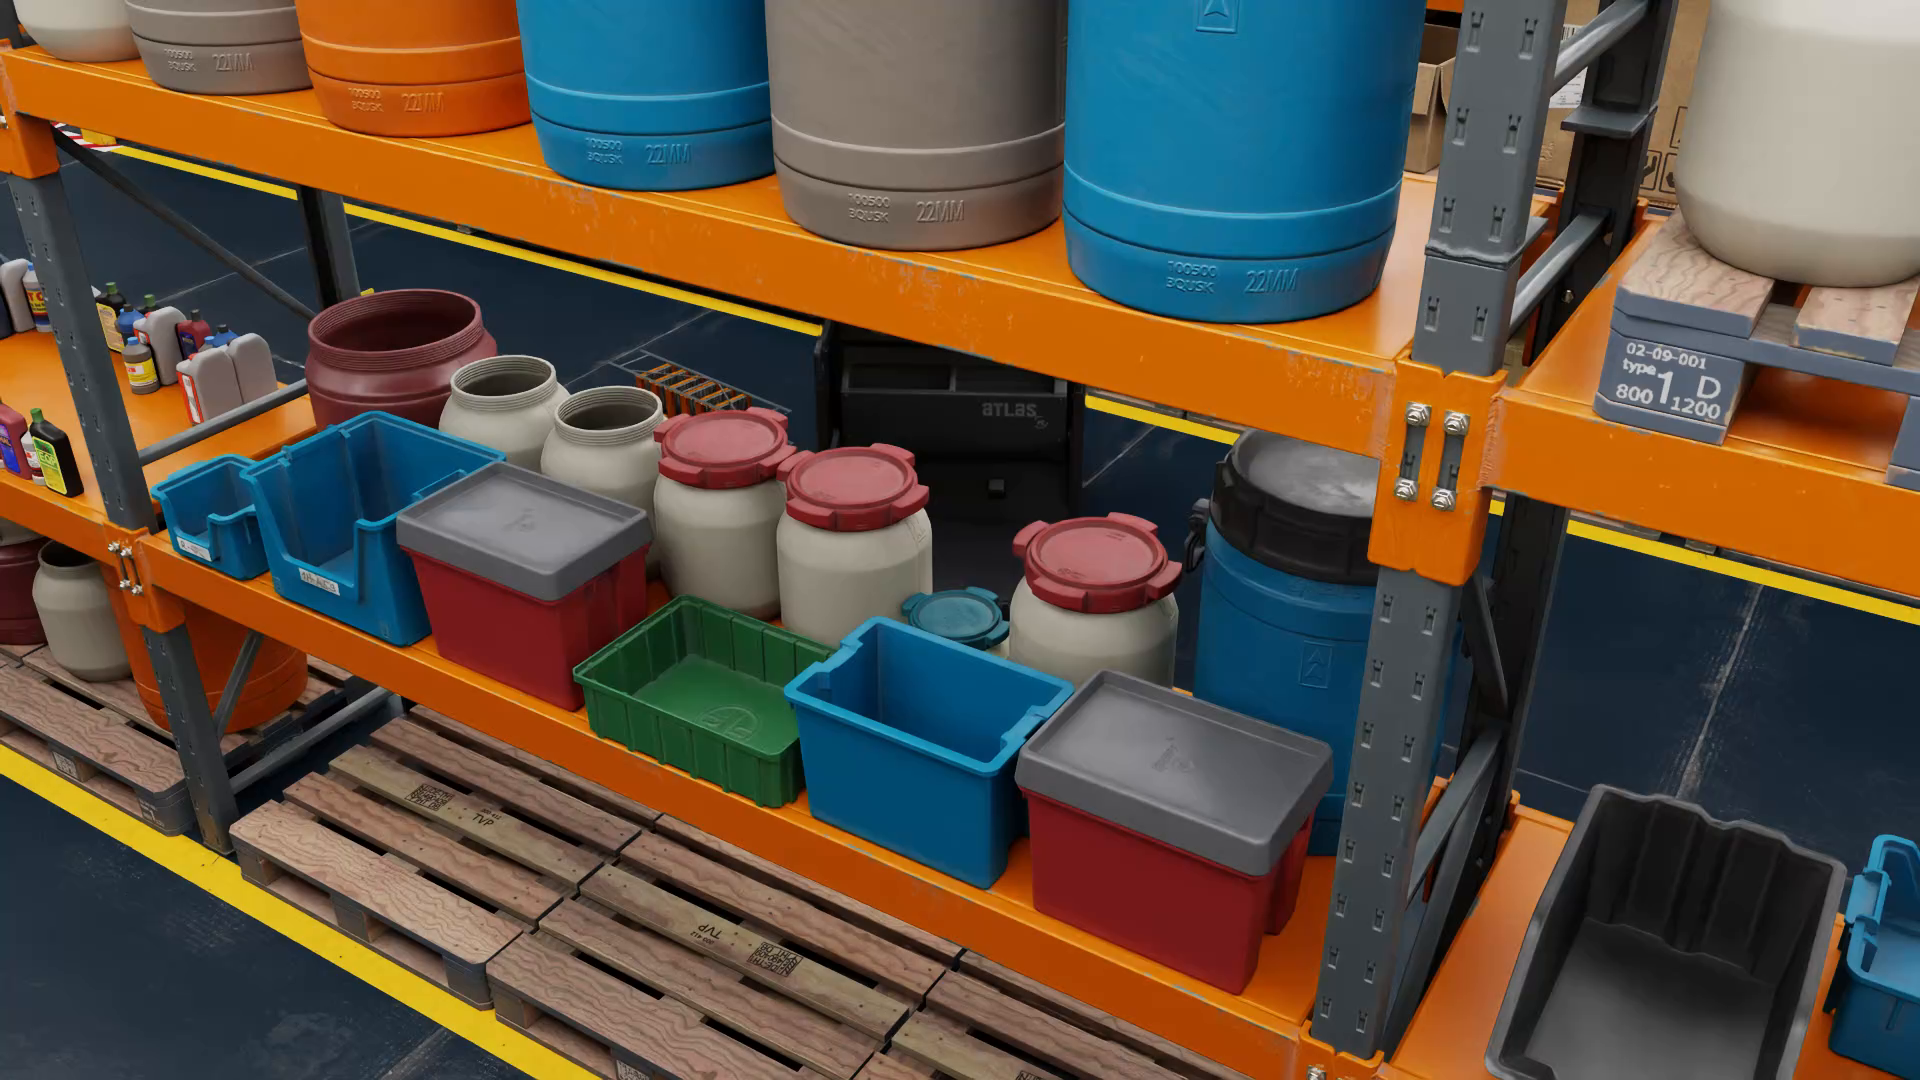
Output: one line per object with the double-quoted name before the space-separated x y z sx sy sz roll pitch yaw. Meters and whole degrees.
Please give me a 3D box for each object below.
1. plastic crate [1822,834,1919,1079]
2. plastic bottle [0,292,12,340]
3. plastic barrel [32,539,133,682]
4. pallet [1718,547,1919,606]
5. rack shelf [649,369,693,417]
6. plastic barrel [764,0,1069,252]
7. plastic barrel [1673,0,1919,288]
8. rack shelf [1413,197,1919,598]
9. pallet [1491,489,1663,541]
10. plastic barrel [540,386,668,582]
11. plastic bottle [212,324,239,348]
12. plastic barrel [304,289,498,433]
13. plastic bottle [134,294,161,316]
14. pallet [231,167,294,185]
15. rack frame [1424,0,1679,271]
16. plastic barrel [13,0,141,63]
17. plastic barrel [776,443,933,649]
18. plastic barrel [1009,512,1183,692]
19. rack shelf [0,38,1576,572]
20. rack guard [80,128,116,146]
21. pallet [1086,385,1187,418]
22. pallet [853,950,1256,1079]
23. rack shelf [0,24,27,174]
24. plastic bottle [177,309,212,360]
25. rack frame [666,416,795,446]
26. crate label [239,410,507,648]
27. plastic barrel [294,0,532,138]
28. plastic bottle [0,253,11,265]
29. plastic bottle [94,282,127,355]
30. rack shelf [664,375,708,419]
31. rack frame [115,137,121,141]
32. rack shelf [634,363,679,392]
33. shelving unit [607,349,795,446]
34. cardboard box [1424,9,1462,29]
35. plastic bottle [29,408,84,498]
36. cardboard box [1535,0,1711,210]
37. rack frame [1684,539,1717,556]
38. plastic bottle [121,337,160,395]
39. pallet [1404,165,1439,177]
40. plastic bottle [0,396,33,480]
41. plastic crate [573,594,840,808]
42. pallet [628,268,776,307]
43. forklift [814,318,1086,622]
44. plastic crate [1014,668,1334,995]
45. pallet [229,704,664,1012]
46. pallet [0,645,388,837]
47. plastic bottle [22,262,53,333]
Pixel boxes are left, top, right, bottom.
"plastic crate" 2.111 0.908 3.364 0.616 0.251 0.499 18 35 27
"plastic bottle" -3.828 -0.956 6.461 0.185 0.351 0.144 18 35 27
"plastic barrel" -3.308 0.248 6.400 0.421 0.512 0.421 0 30 0
"pallet" 4.250 -0.081 7.680 1.213 0.211 1.003 18 35 27
"rack shelf" -1.531 -0.794 8.918 0.103 0.180 0.258 24 38 35
"plastic barrel" -0.071 -1.068 3.129 0.600 0.901 0.600 0 30 0
"plastic barrel" 1.289 -0.663 2.405 0.421 0.512 0.421 0 30 0
"rack shelf" 2.723 0.214 2.144 4.000 0.370 1.077 18 35 27
"pallet" 3.002 -0.454 8.319 1.213 0.211 1.003 18 35 27
"plastic barrel" -1.017 -0.159 4.936 0.421 0.512 0.421 0 30 0
"plastic bottle" -2.637 -0.649 6.014 0.097 0.271 0.097 0 30 0
"plastic barrel" -1.805 -0.472 5.448 0.708 0.536 0.600 18 35 27
"plastic bottle" -3.035 -0.791 6.245 0.133 0.283 0.061 18 35 27
"pallet" -4.754 -2.953 12.602 1.213 0.211 1.003 18 35 27
"rack frame" 1.029 -1.928 2.125 0.127 3.000 1.000 18 35 27
"plastic barrel" -2.259 -1.538 4.322 0.421 0.512 0.421 0 30 0
"plastic barrel" -0.286 0.058 4.539 0.433 0.535 0.433 0 30 0
"plastic barrel" 0.335 0.255 4.202 0.433 0.535 0.433 0 30 0
"rack shelf" -0.665 -0.858 3.980 4.000 0.370 1.077 18 35 27
"rack guard" -6.522 -3.592 13.411 0.348 0.500 1.175 18 35 27
"pallet" 0.935 -1.108 9.440 1.213 0.211 1.003 18 35 27
"pallet" 0.343 1.674 4.671 1.213 0.211 1.003 18 35 27
"rack shelf" -4.053 -1.929 5.817 4.000 0.370 1.077 18 35 27
"plastic bottle" -2.808 -0.719 6.122 0.133 0.283 0.061 18 35 27
"rack frame" -1.383 -0.650 8.852 1.200 0.006 0.240 24 38 35
"crate label" -1.661 -0.042 4.810 0.616 0.435 0.502 18 35 27
"plastic barrel" -1.225 -1.402 3.773 0.708 0.830 0.600 18 35 27
"plastic bottle" -3.861 -1.057 6.634 0.185 0.351 0.144 18 35 27
"plastic bottle" -3.230 -0.853 6.351 0.133 0.283 0.061 18 35 27
"rack shelf" -1.441 -0.754 8.849 0.103 0.180 0.258 24 38 35
"rack frame" -6.502 -4.665 12.770 0.127 3.000 1.000 18 35 27
"rack shelf" -1.621 -0.833 8.987 0.103 0.180 0.258 24 38 35
"shelving unit" -1.384 -0.730 8.806 1.200 0.189 0.258 24 38 35
"cardboard box" 3.465 -3.620 12.795 0.750 0.750 1.050 17 34 27
"plastic bottle" -2.928 -0.284 5.376 0.133 0.283 0.061 18 35 27
"cardboard box" 3.064 -2.164 7.470 1.000 1.000 1.000 18 35 28
"rack frame" 3.662 -1.451 7.260 0.127 3.000 1.000 18 35 27
"plastic bottle" -2.996 -0.642 6.071 0.097 0.201 0.097 0 30 0
"pallet" 1.973 -1.927 8.266 1.213 0.211 1.003 18 35 27
"plastic bottle" -3.124 -0.346 5.482 0.133 0.283 0.061 18 35 27
"plastic crate" -0.596 0.409 4.283 0.662 0.188 0.450 18 35 27
"pallet" -1.383 -1.888 10.778 1.213 0.211 1.003 18 35 27
"forklift" -0.030 -0.948 6.467 1.130 2.935 3.031 1 30 2
"plastic crate" 0.456 0.636 3.619 0.583 0.464 0.402 18 35 27
"pallet" -1.723 1.020 5.792 1.213 0.211 1.003 18 35 27
"pallet" -3.049 0.603 6.508 1.213 0.211 1.003 18 35 27
"plastic bottle" -3.615 -0.959 6.545 0.097 0.271 0.097 0 30 0
